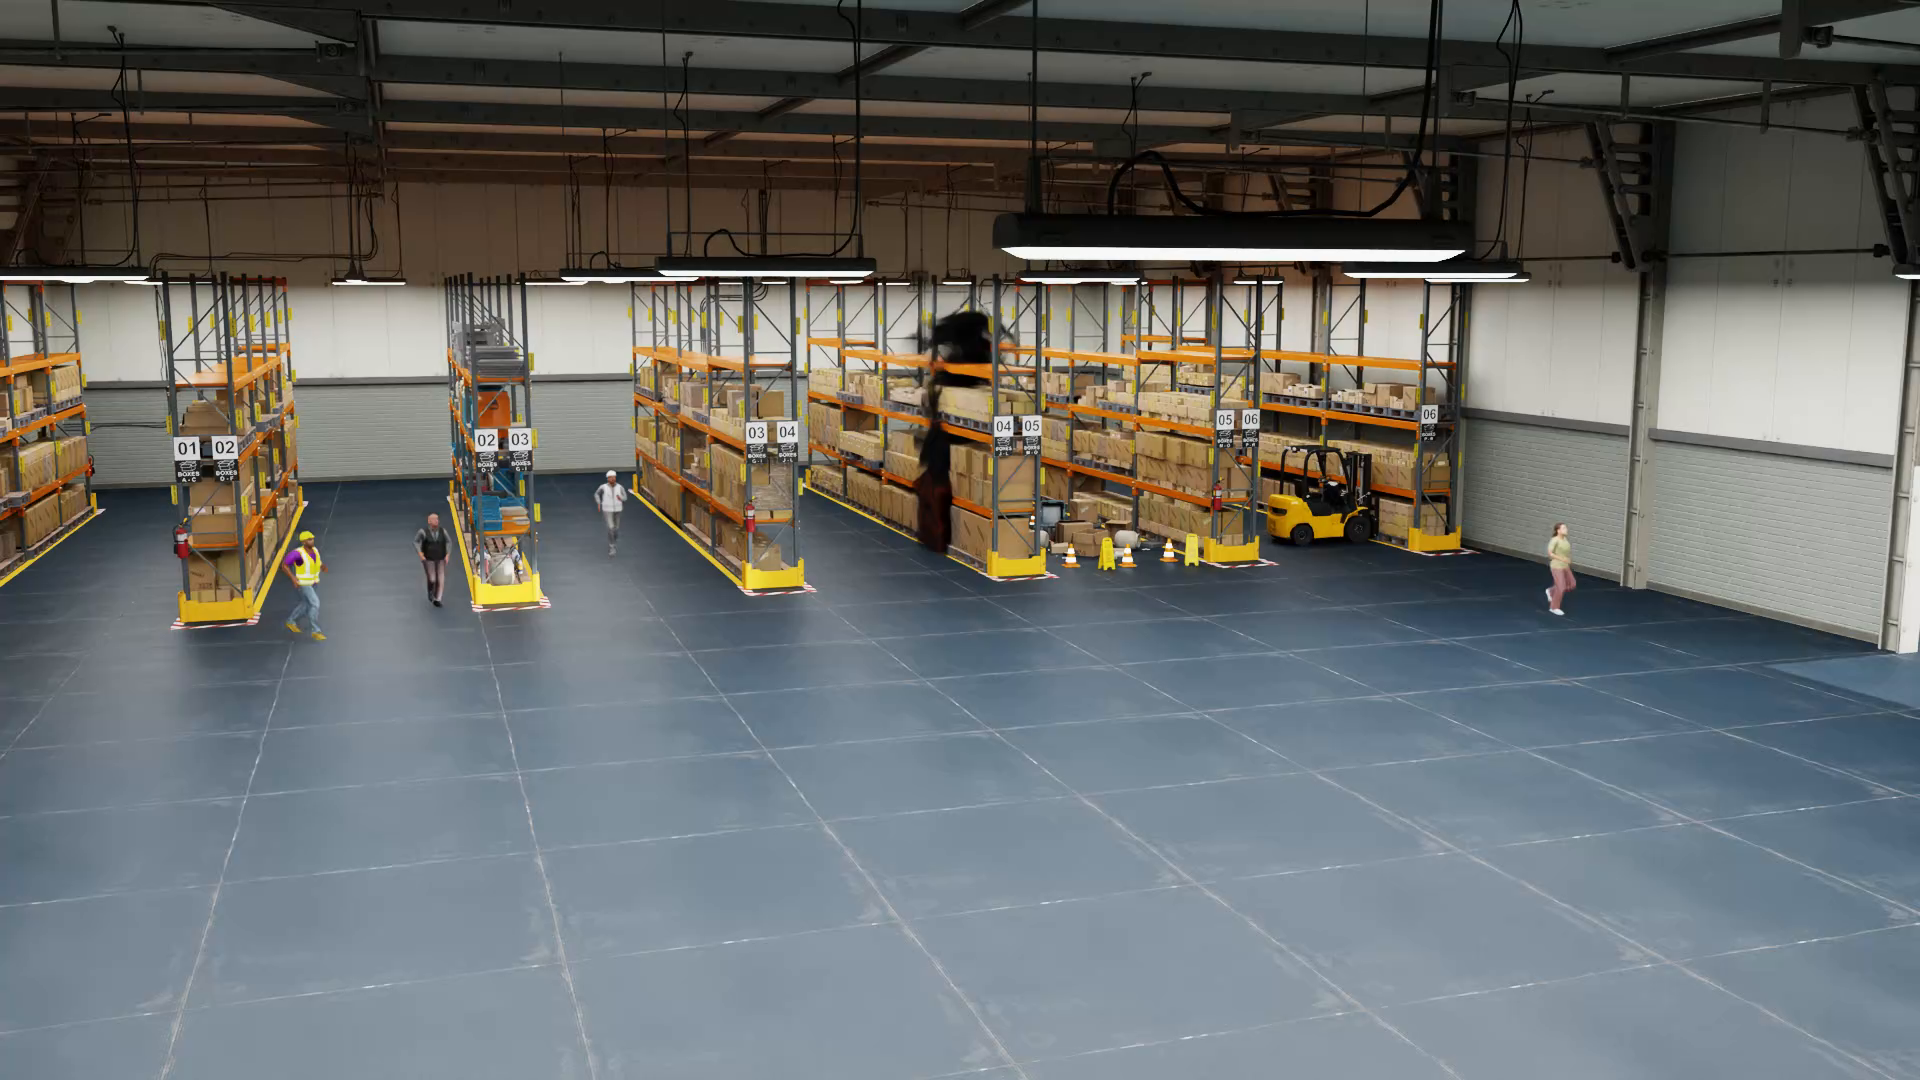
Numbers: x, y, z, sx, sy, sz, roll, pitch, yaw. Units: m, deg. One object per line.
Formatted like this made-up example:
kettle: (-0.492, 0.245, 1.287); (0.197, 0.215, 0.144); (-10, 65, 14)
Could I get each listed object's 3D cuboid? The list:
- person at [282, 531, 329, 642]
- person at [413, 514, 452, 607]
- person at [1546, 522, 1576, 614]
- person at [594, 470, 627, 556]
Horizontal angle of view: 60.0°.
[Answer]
person: (-10.753, 0.739, 27.321); (0.850, 1.803, 0.690); (2, 9, 13)
person: (-9.499, 0.377, 30.079); (0.687, 1.688, 0.515); (-5, 10, -29)
person: (10.628, 0.497, 29.415); (0.617, 1.636, 0.509); (-7, 11, -38)
person: (-7.565, -0.611, 36.171); (0.635, 1.817, 0.836); (-5, 10, -28)
